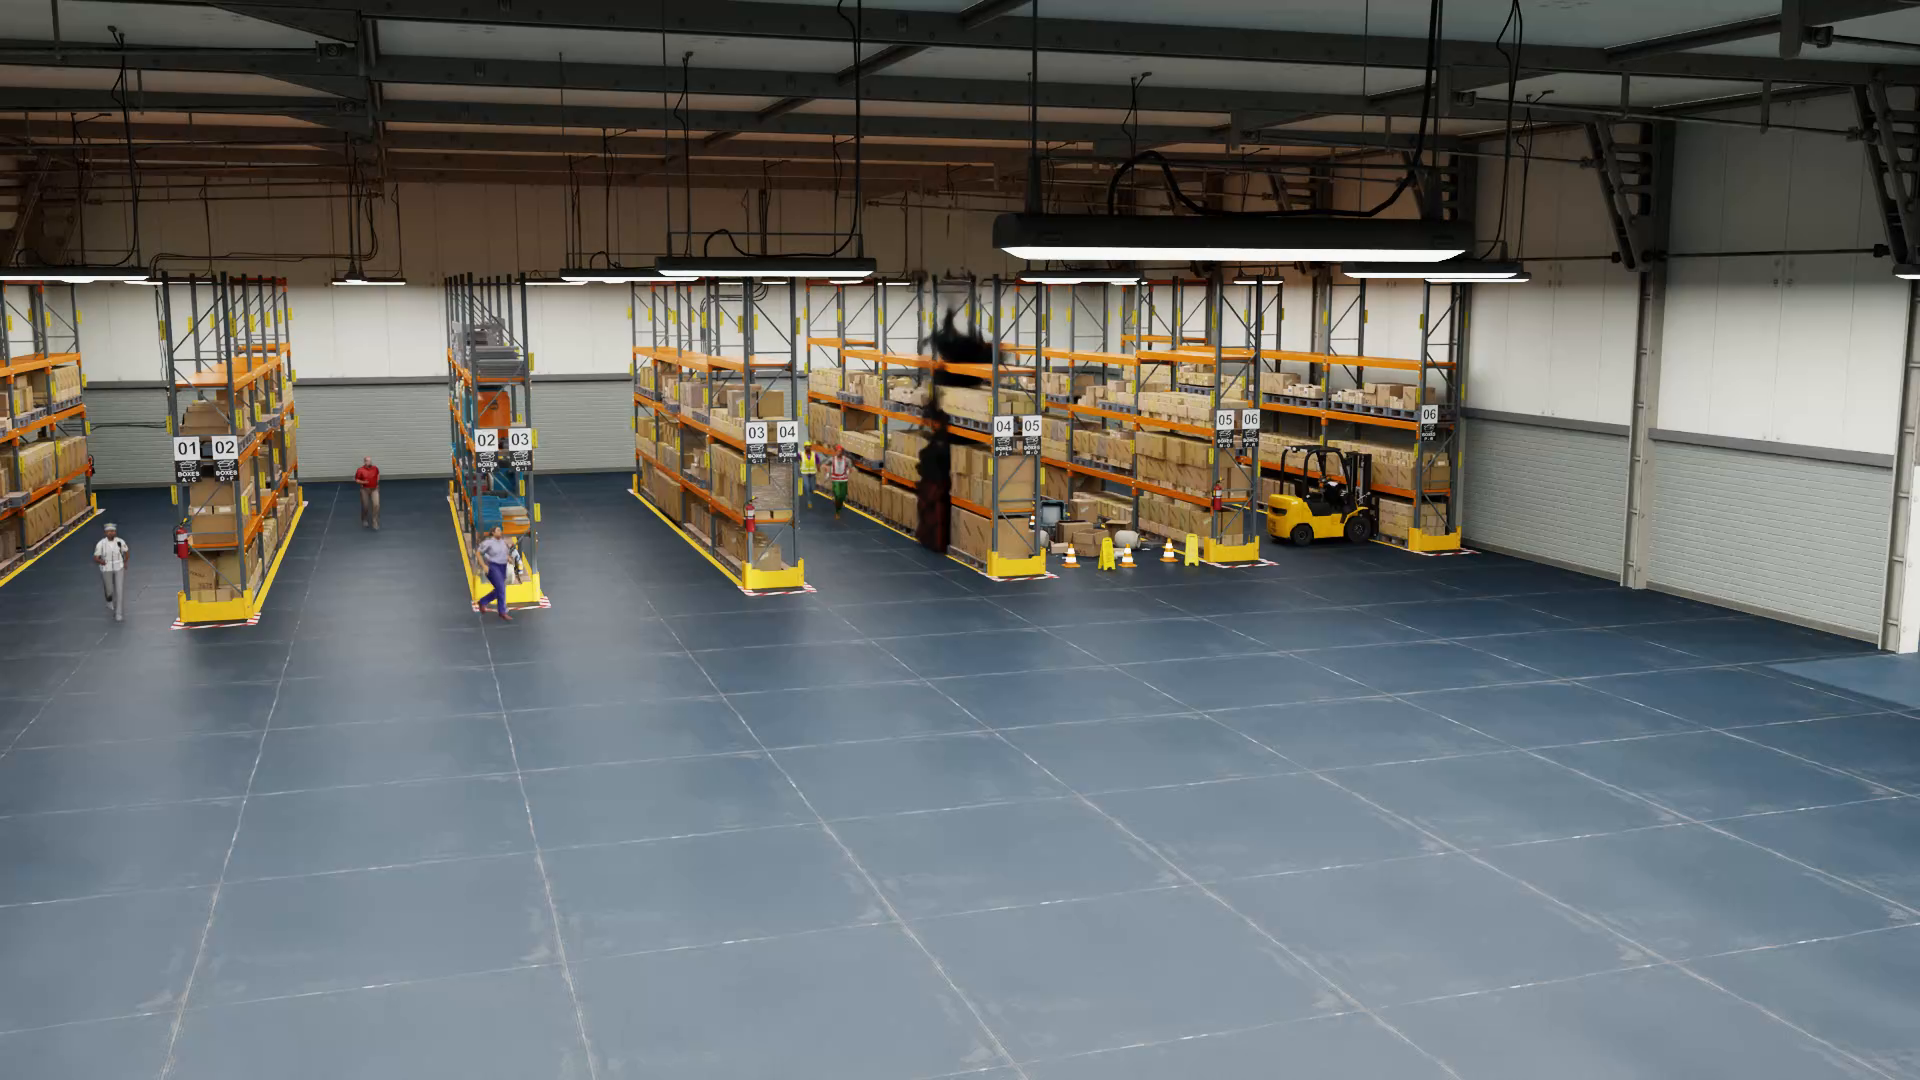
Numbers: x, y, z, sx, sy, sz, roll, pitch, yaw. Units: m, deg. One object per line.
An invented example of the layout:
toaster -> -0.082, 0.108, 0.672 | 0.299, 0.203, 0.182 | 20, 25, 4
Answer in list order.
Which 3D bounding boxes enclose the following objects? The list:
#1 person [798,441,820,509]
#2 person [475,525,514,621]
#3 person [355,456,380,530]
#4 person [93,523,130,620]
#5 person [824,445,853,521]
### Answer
person -> -4.021, -1.732, 43.850 | 0.700, 1.745, 0.796 | -3, 9, -19
person -> -8.096, 0.559, 29.093 | 0.806, 1.638, 0.637 | 4, 9, 23
person -> -14.166, -1.116, 39.841 | 0.603, 1.785, 0.873 | -5, 10, -30
person -> -14.753, 0.531, 28.970 | 0.583, 1.660, 0.858 | -5, 10, -30
person -> -2.903, -1.400, 40.150 | 0.639, 1.793, 0.785 | -3, 9, -18
